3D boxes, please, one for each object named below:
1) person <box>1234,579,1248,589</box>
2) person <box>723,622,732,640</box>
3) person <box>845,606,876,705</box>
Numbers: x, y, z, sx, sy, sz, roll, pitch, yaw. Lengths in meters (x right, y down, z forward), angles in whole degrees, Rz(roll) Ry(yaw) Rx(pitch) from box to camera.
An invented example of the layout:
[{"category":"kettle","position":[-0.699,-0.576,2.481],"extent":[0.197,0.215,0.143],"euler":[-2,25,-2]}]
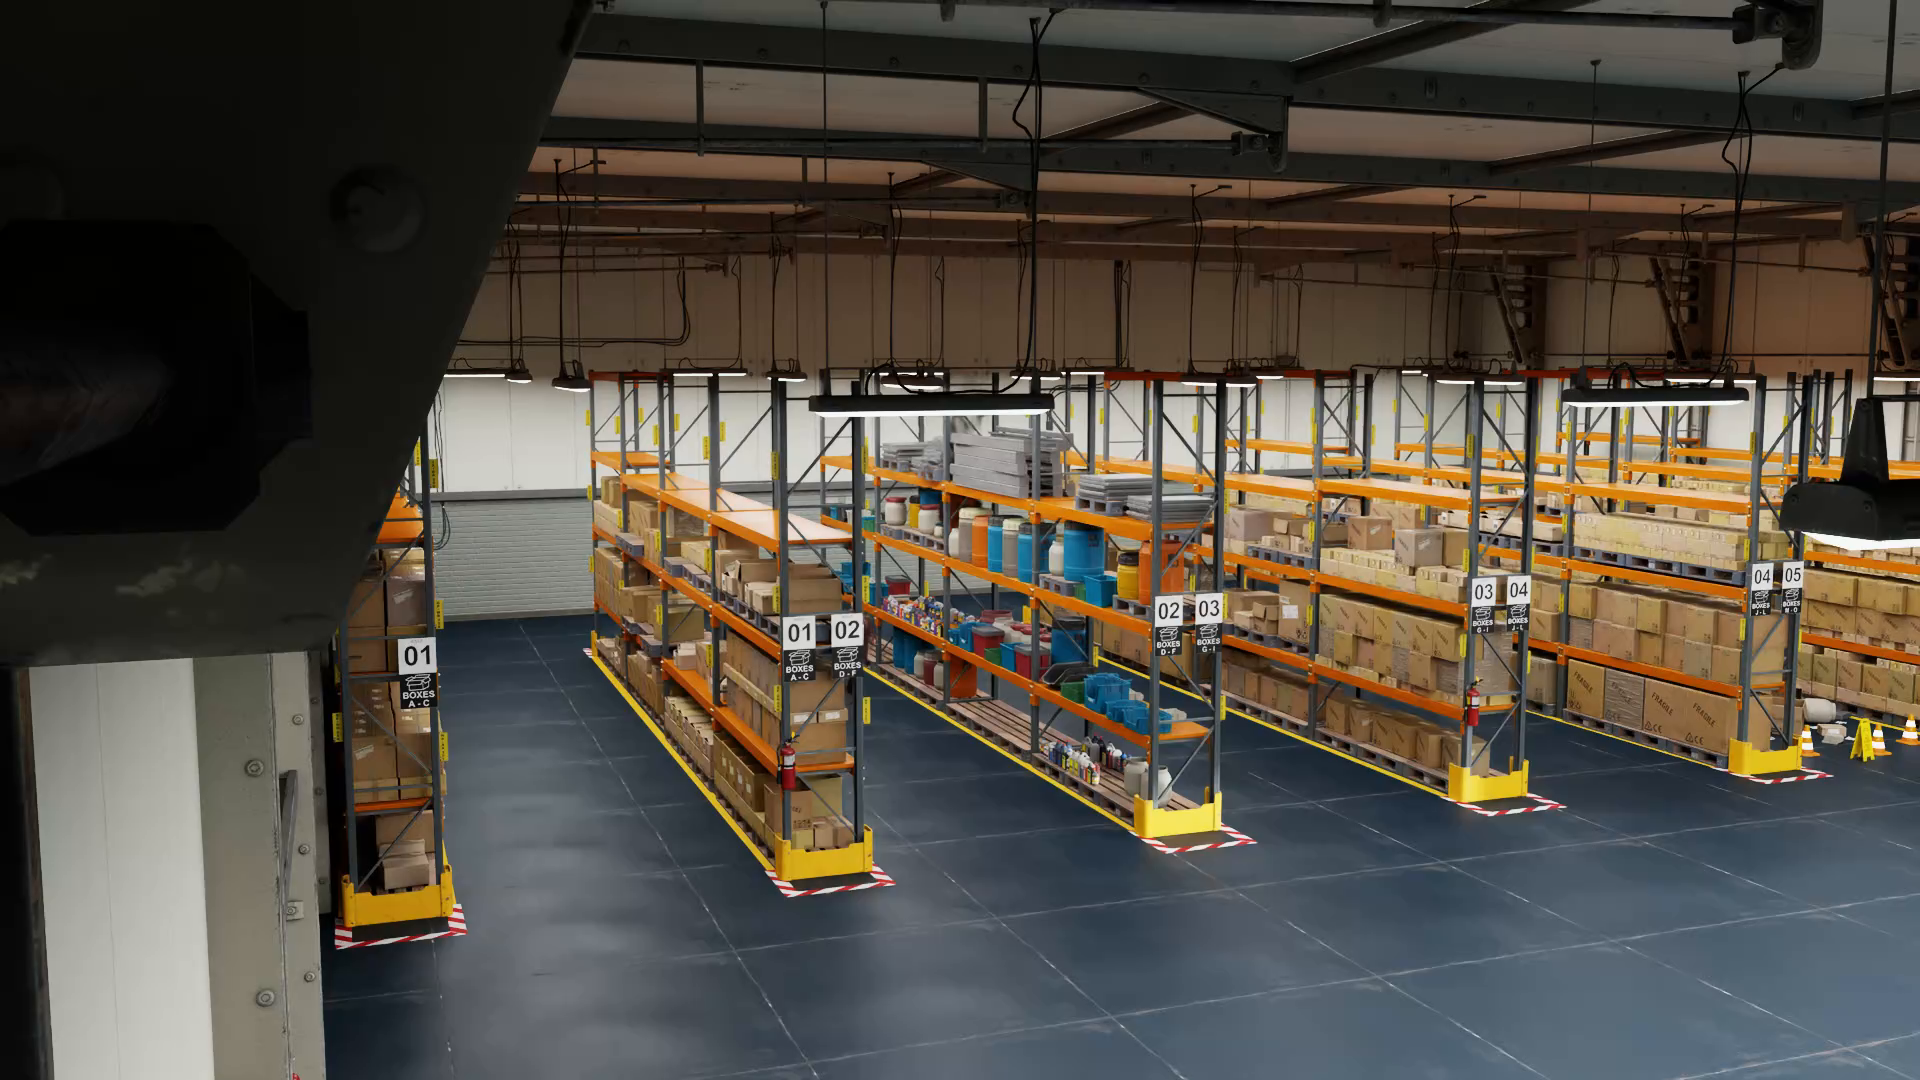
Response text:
[{"category":"person","position":[7.101,0.864,41.692],"extent":[0.669,1.691,0.591],"euler":[-2,7,-16]},{"category":"person","position":[-4.824,1.682,34.427],"extent":[0.520,1.626,0.796],"euler":[-4,8,-35]},{"category":"person","position":[-1.789,1.974,28.589],"extent":[0.662,1.823,0.984],"euler":[-4,7,-31]}]
